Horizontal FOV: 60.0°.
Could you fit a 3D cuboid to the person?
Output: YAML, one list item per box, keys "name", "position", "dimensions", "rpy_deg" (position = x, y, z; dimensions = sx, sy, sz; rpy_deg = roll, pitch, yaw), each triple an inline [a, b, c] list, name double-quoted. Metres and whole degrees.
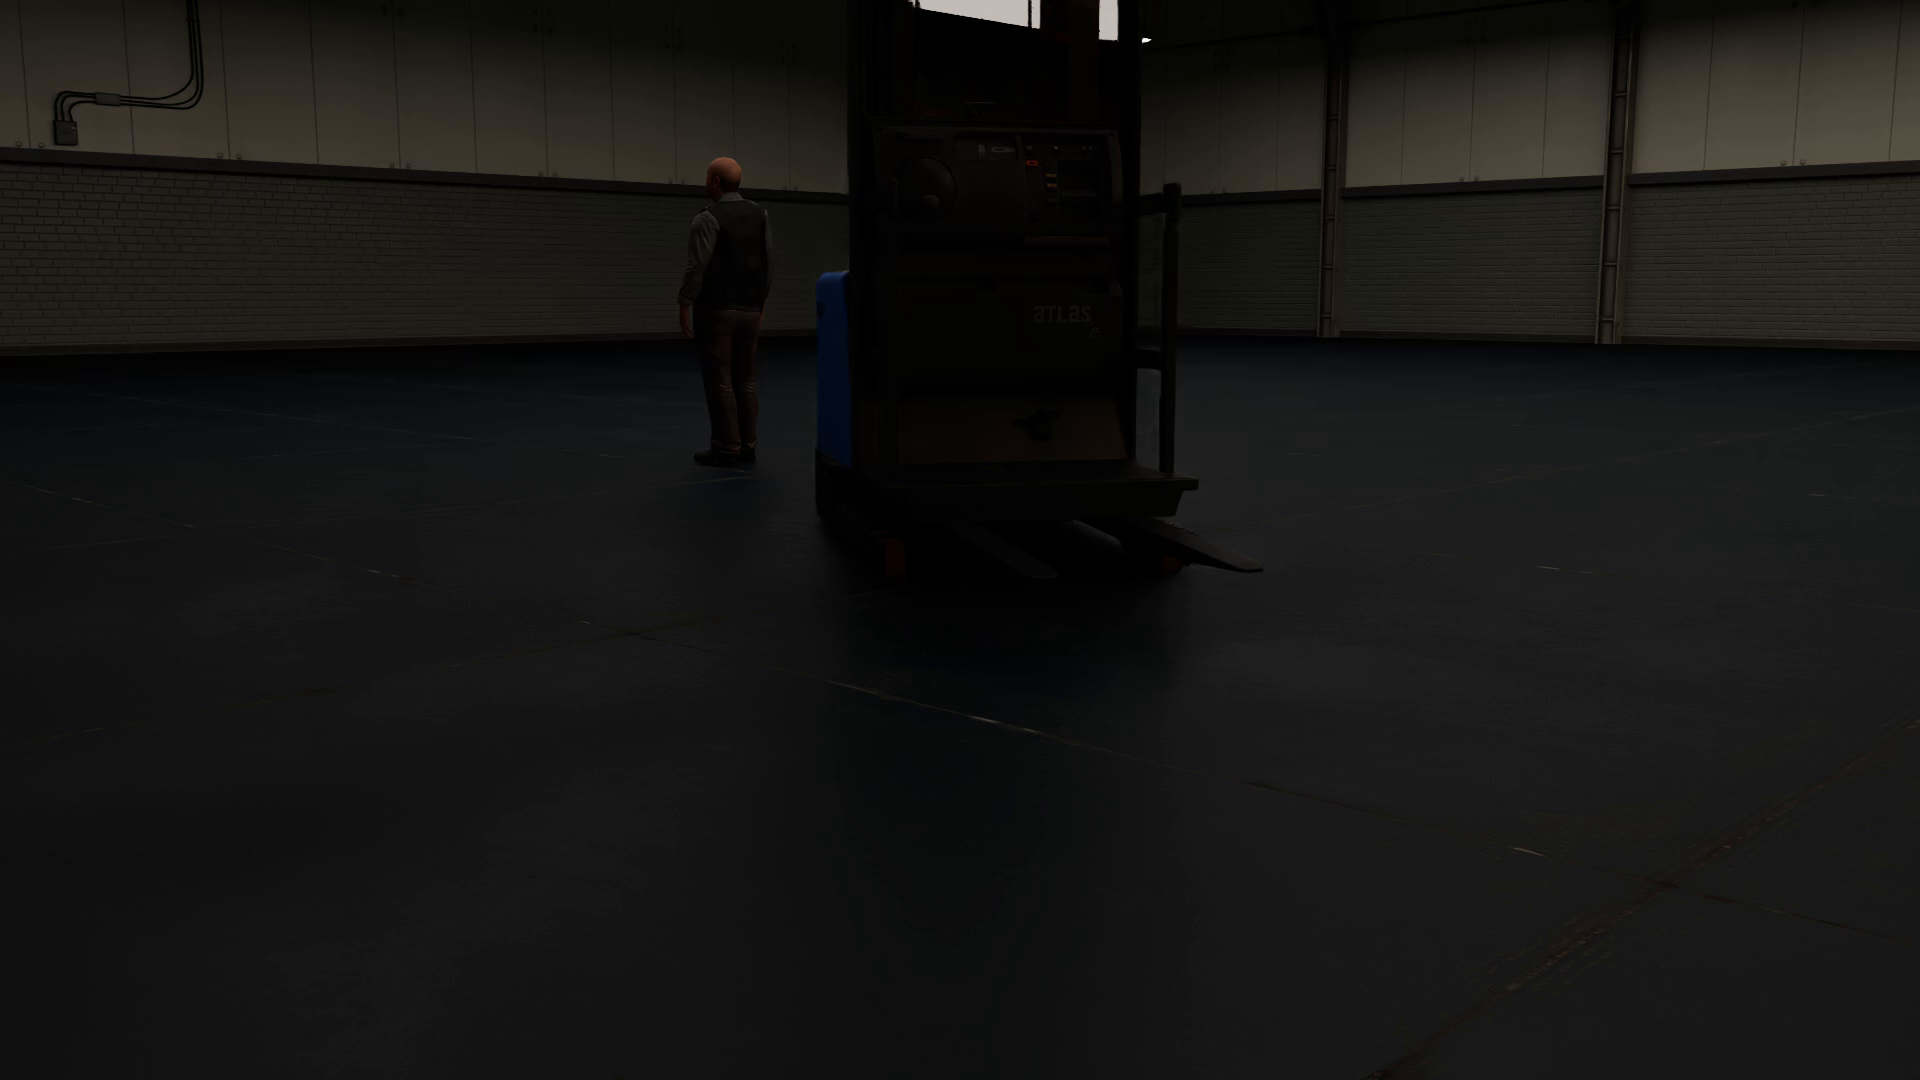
- name: "person"
  position: [-1.376, -1.298, 9.509]
  dimensions: [0.567, 1.722, 0.634]
  rpy_deg: [8, 12, 43]

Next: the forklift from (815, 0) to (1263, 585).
- name: "forklift"
  position: [0.189, -1.355, 5.872]
  dimensions: [1.130, 2.935, 3.031]
  rpy_deg: [-2, 9, -13]
